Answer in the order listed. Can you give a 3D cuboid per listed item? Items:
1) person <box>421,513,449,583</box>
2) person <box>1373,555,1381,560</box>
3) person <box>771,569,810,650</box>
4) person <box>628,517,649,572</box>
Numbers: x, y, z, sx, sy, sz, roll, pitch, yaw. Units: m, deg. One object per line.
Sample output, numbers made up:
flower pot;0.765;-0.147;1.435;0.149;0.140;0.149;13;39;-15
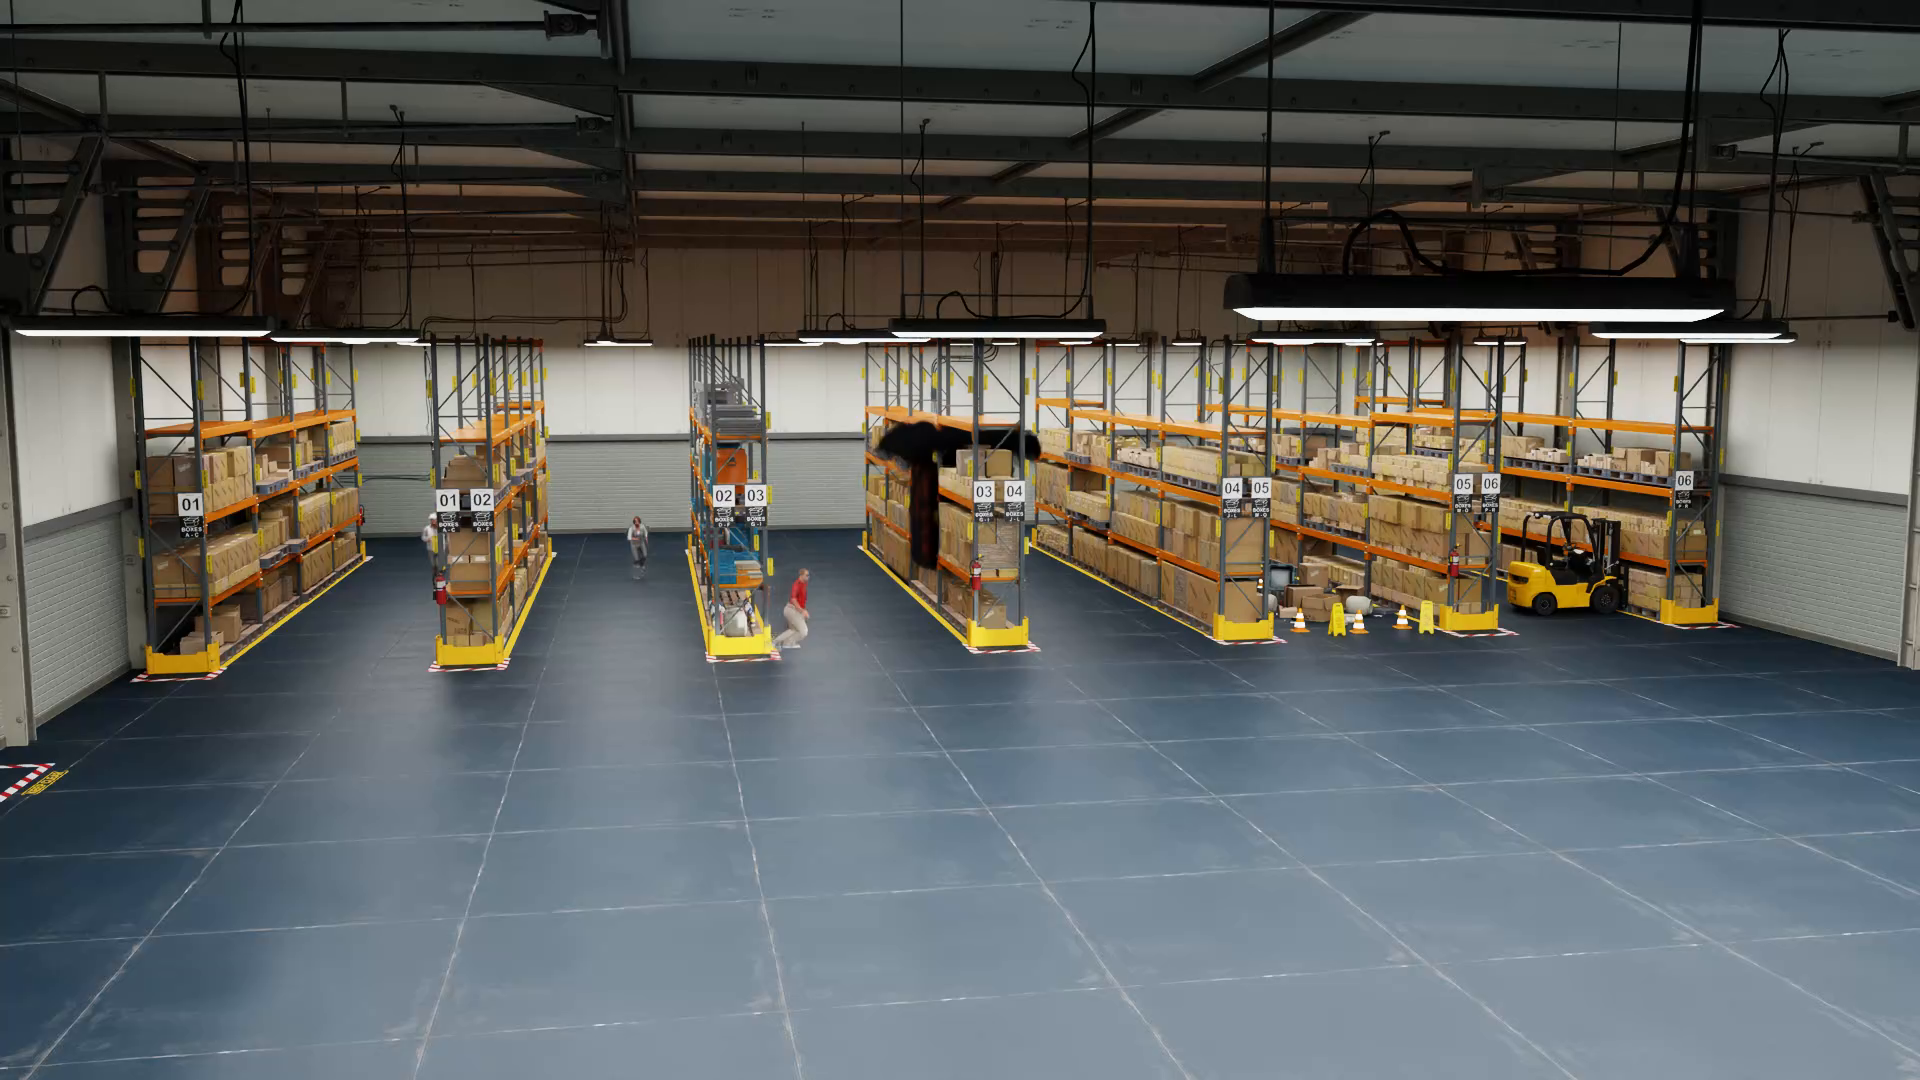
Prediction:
person;-12.639;0.260;40.086;0.600;1.826;0.831;-1;7;-5
person;11.521;-0.200;44.772;0.545;1.571;0.924;-4;8;-30
person;-3.077;1.281;30.263;0.725;1.543;0.652;0;7;1
person;-7.971;0.109;41.216;0.545;1.412;0.825;-2;7;-20
